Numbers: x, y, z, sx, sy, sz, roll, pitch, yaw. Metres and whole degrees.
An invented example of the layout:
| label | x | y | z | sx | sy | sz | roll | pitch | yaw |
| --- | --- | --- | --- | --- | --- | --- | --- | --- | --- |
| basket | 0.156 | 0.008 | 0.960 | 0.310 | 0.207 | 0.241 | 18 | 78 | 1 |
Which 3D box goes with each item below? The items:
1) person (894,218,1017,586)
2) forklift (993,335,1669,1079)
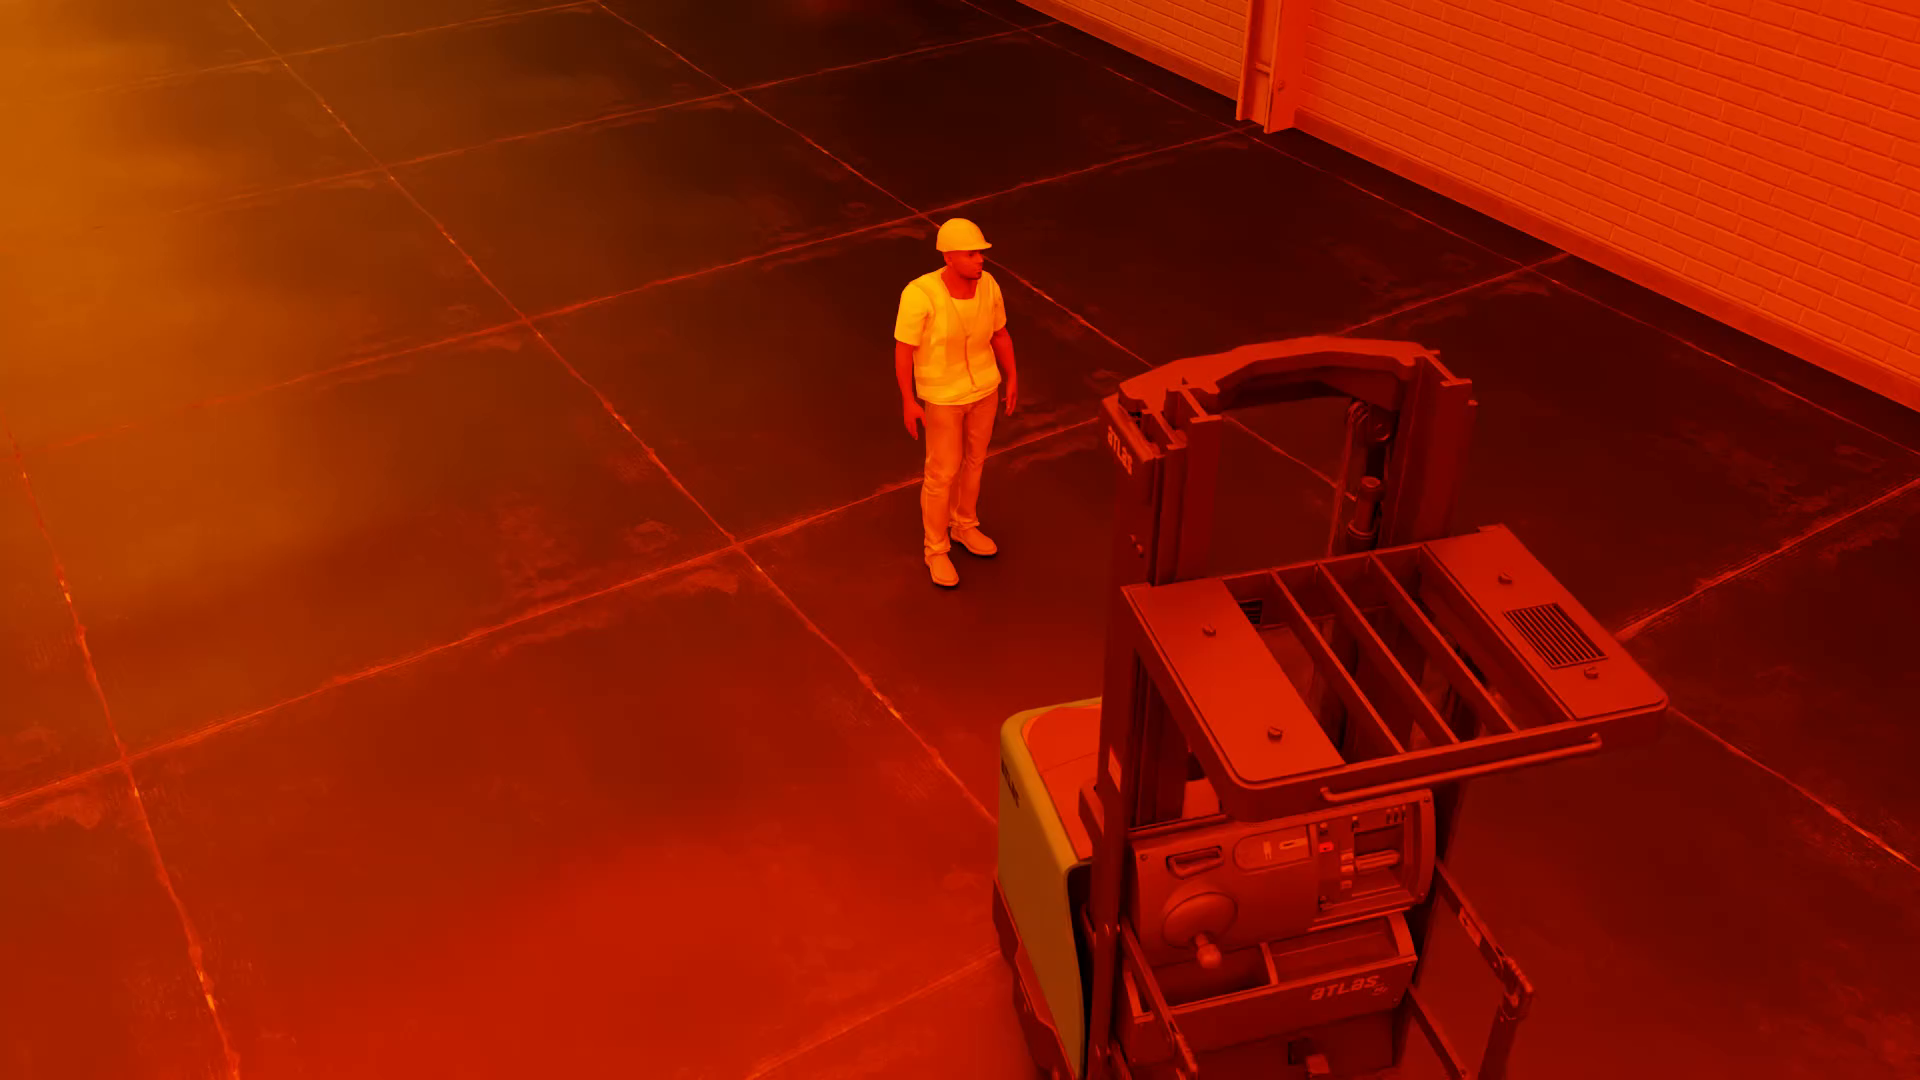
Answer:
| label | x | y | z | sx | sy | sz | roll | pitch | yaw |
| --- | --- | --- | --- | --- | --- | --- | --- | --- | --- |
| person | 0.032 | -0.693 | 8.135 | 0.665 | 1.765 | 0.577 | -21 | 40 | -27 |
| forklift | 1.008 | 1.045 | 4.660 | 1.130 | 2.935 | 3.031 | -9 | 36 | -12 |
